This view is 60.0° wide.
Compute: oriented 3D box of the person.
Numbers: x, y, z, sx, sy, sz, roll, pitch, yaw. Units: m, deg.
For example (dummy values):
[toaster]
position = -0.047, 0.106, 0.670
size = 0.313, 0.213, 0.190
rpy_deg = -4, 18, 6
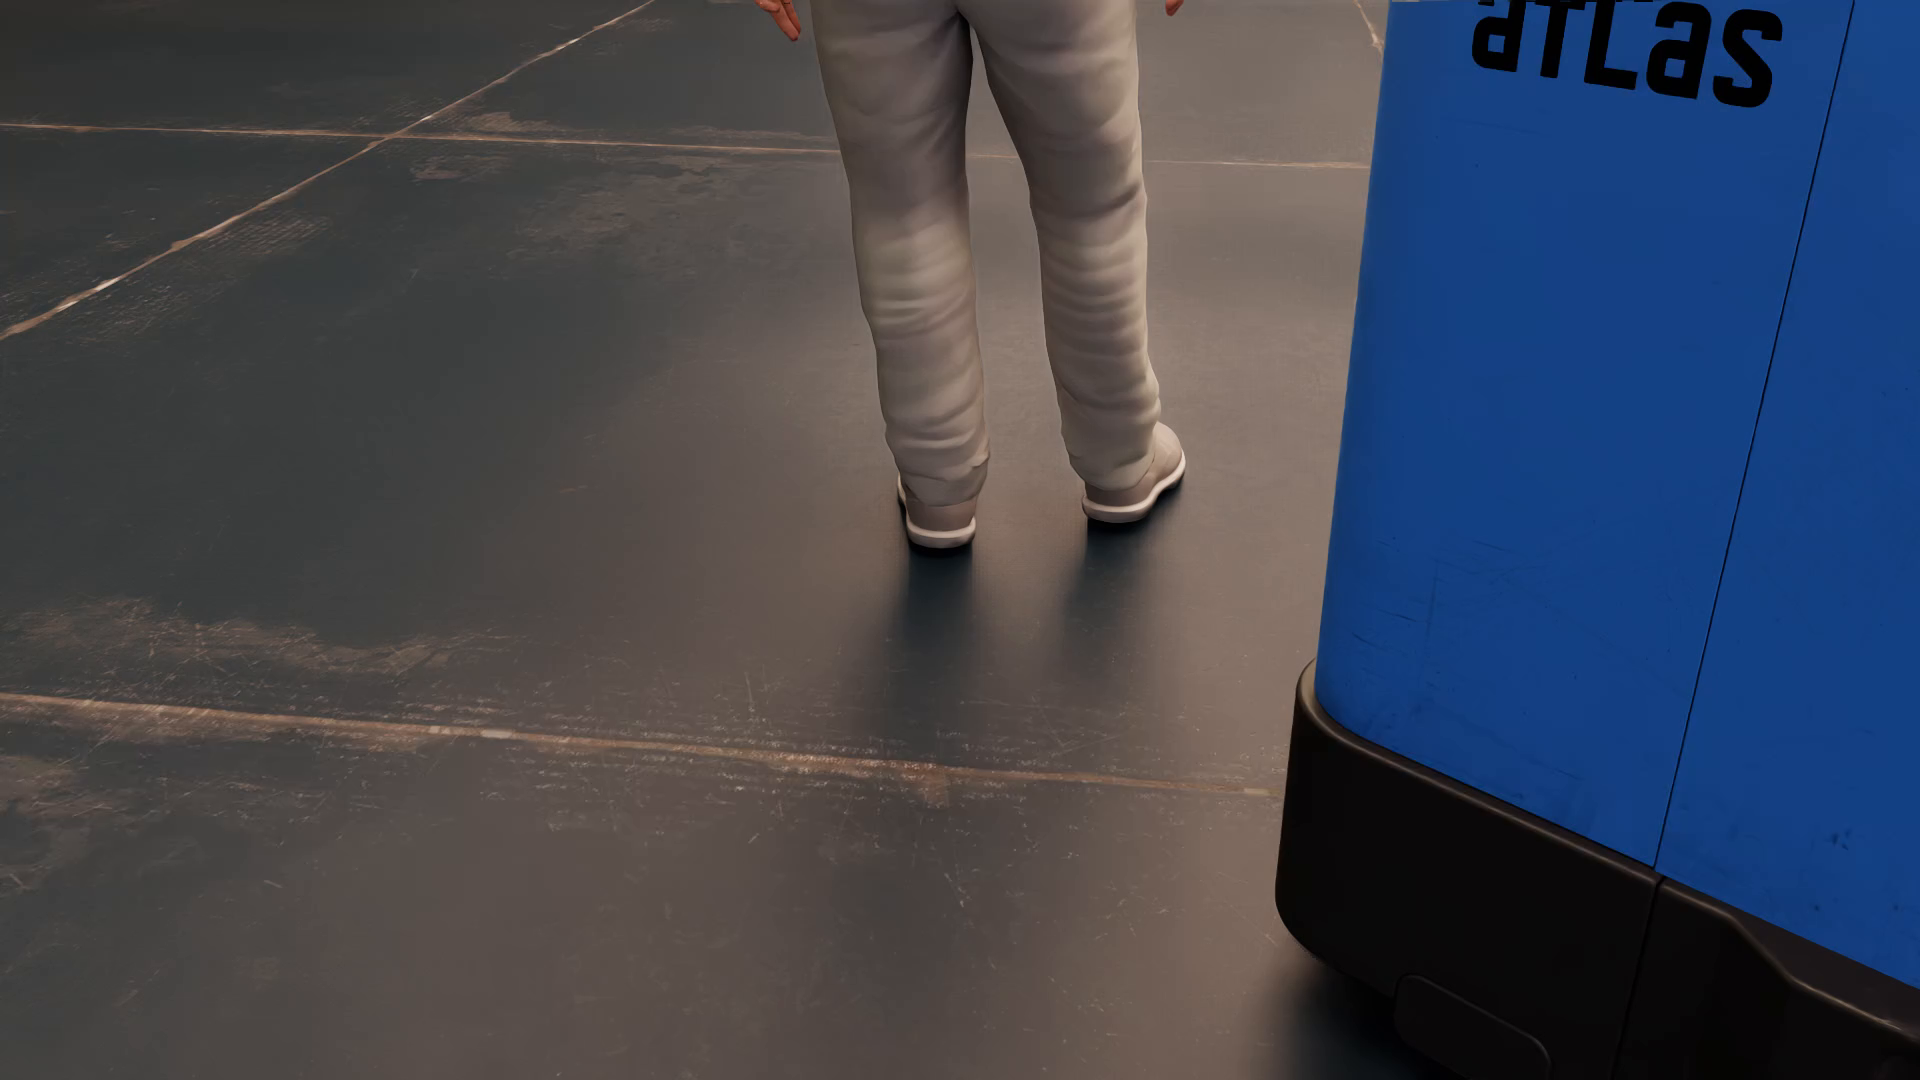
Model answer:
[person]
position = 0.021, -0.839, 2.167
size = 0.641, 1.781, 0.574
rpy_deg = 3, 27, 7

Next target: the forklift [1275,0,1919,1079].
[forklift]
position = 1.711, -0.580, 0.380
size = 3.031, 2.935, 1.130
rpy_deg = 24, 35, 39
